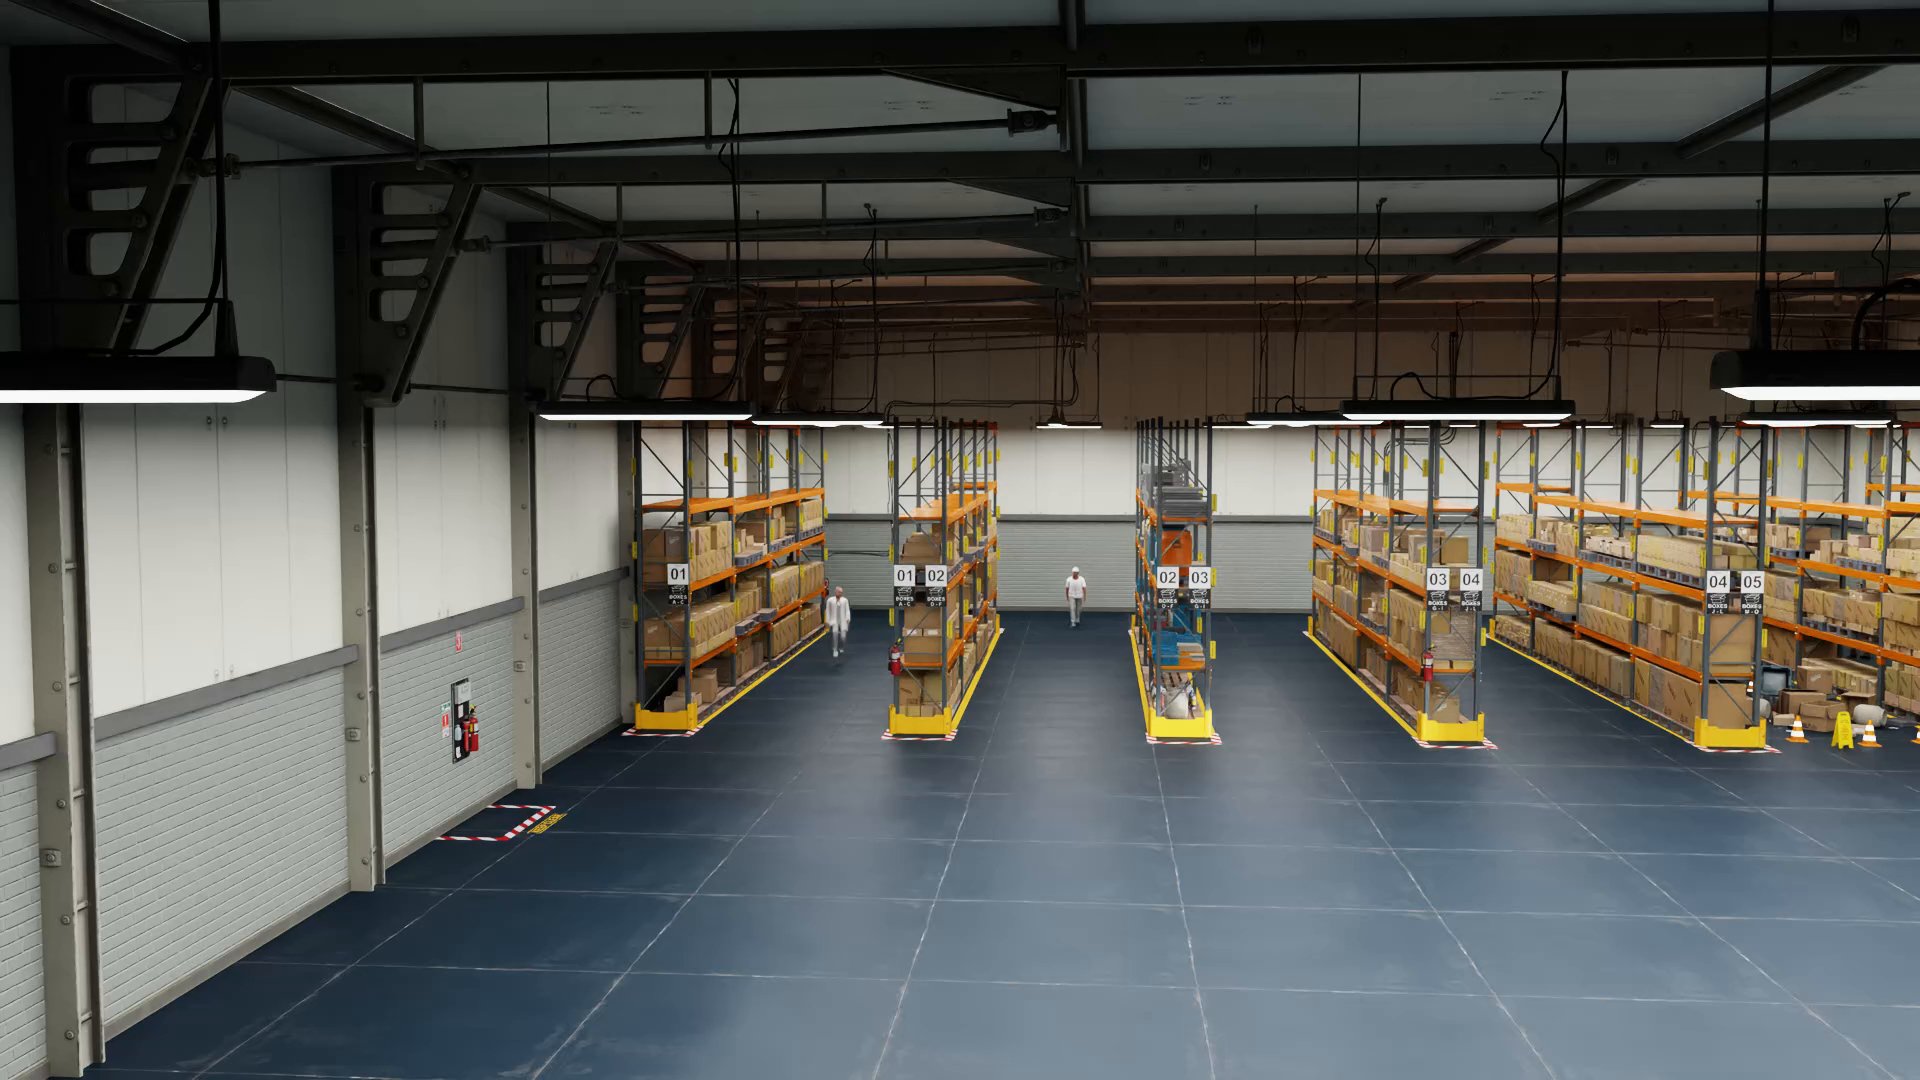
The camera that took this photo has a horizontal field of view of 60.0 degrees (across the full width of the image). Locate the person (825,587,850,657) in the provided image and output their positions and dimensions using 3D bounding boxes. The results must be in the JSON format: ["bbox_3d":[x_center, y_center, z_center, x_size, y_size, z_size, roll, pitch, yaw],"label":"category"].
[{"bbox_3d":[-2.966,1.998,40.788,0.595,1.658,0.770,-1,4,-16],"label":"person"}]

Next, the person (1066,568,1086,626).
[{"bbox_3d":[3.410,1.663,48.893,0.591,1.711,1.081,0,4,2],"label":"person"}]

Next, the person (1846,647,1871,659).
[{"bbox_3d":[22.674,2.159,41.764,0.521,1.758,0.564,-1,4,-16],"label":"person"}]
